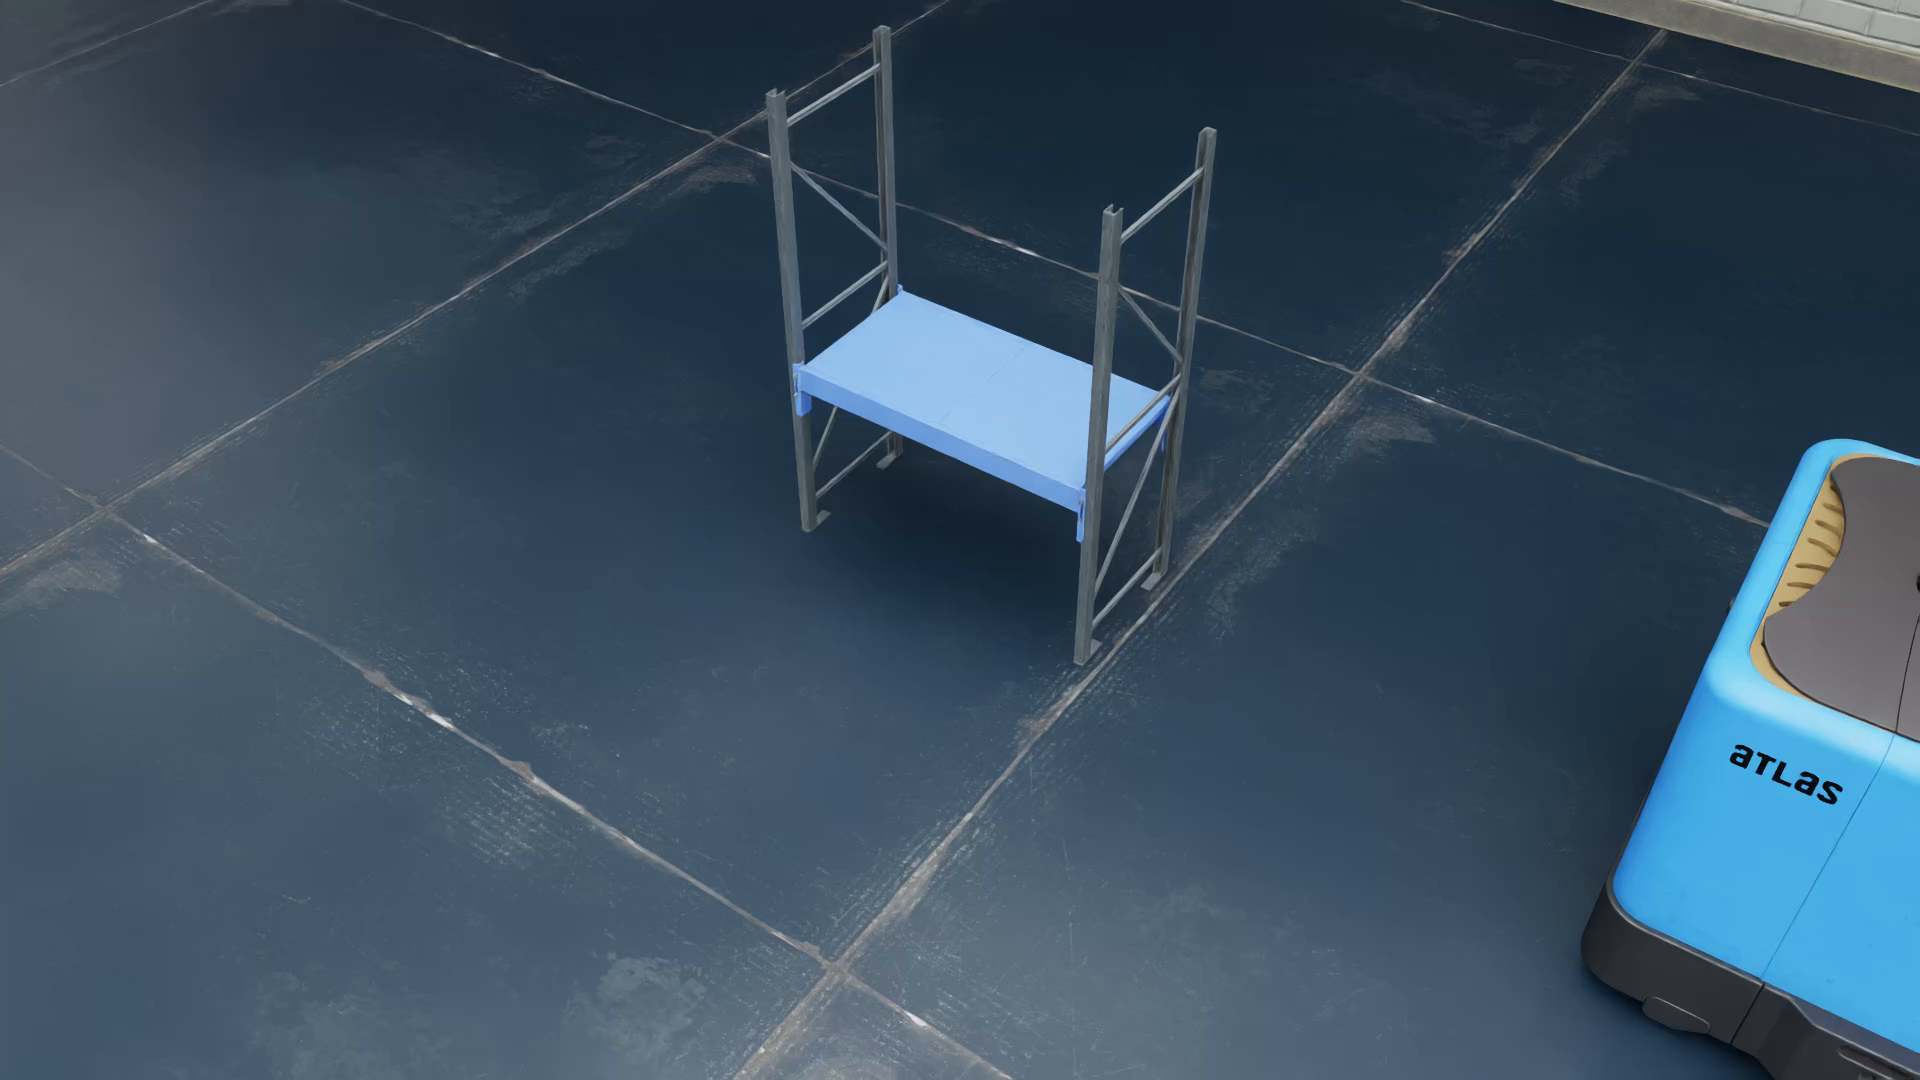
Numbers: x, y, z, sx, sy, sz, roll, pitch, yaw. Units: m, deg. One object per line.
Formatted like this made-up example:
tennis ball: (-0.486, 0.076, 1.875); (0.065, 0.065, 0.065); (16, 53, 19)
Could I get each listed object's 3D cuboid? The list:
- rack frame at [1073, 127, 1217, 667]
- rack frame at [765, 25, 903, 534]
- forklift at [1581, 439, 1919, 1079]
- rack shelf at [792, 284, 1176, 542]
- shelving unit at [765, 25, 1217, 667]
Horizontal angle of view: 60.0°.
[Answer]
rack frame: (0.486, -0.332, 4.496); (0.032, 1.500, 0.500); (25, 48, 25)
rack frame: (-0.346, -0.721, 4.931); (0.032, 1.500, 0.500); (25, 48, 25)
forklift: (3.012, 0.259, 2.762); (3.031, 2.935, 1.130); (24, 47, 25)
rack shelf: (0.070, -0.392, 4.833); (1.000, 0.185, 0.538); (25, 48, 25)
shelving unit: (0.070, -0.526, 4.713); (1.048, 1.500, 0.538); (25, 48, 25)
